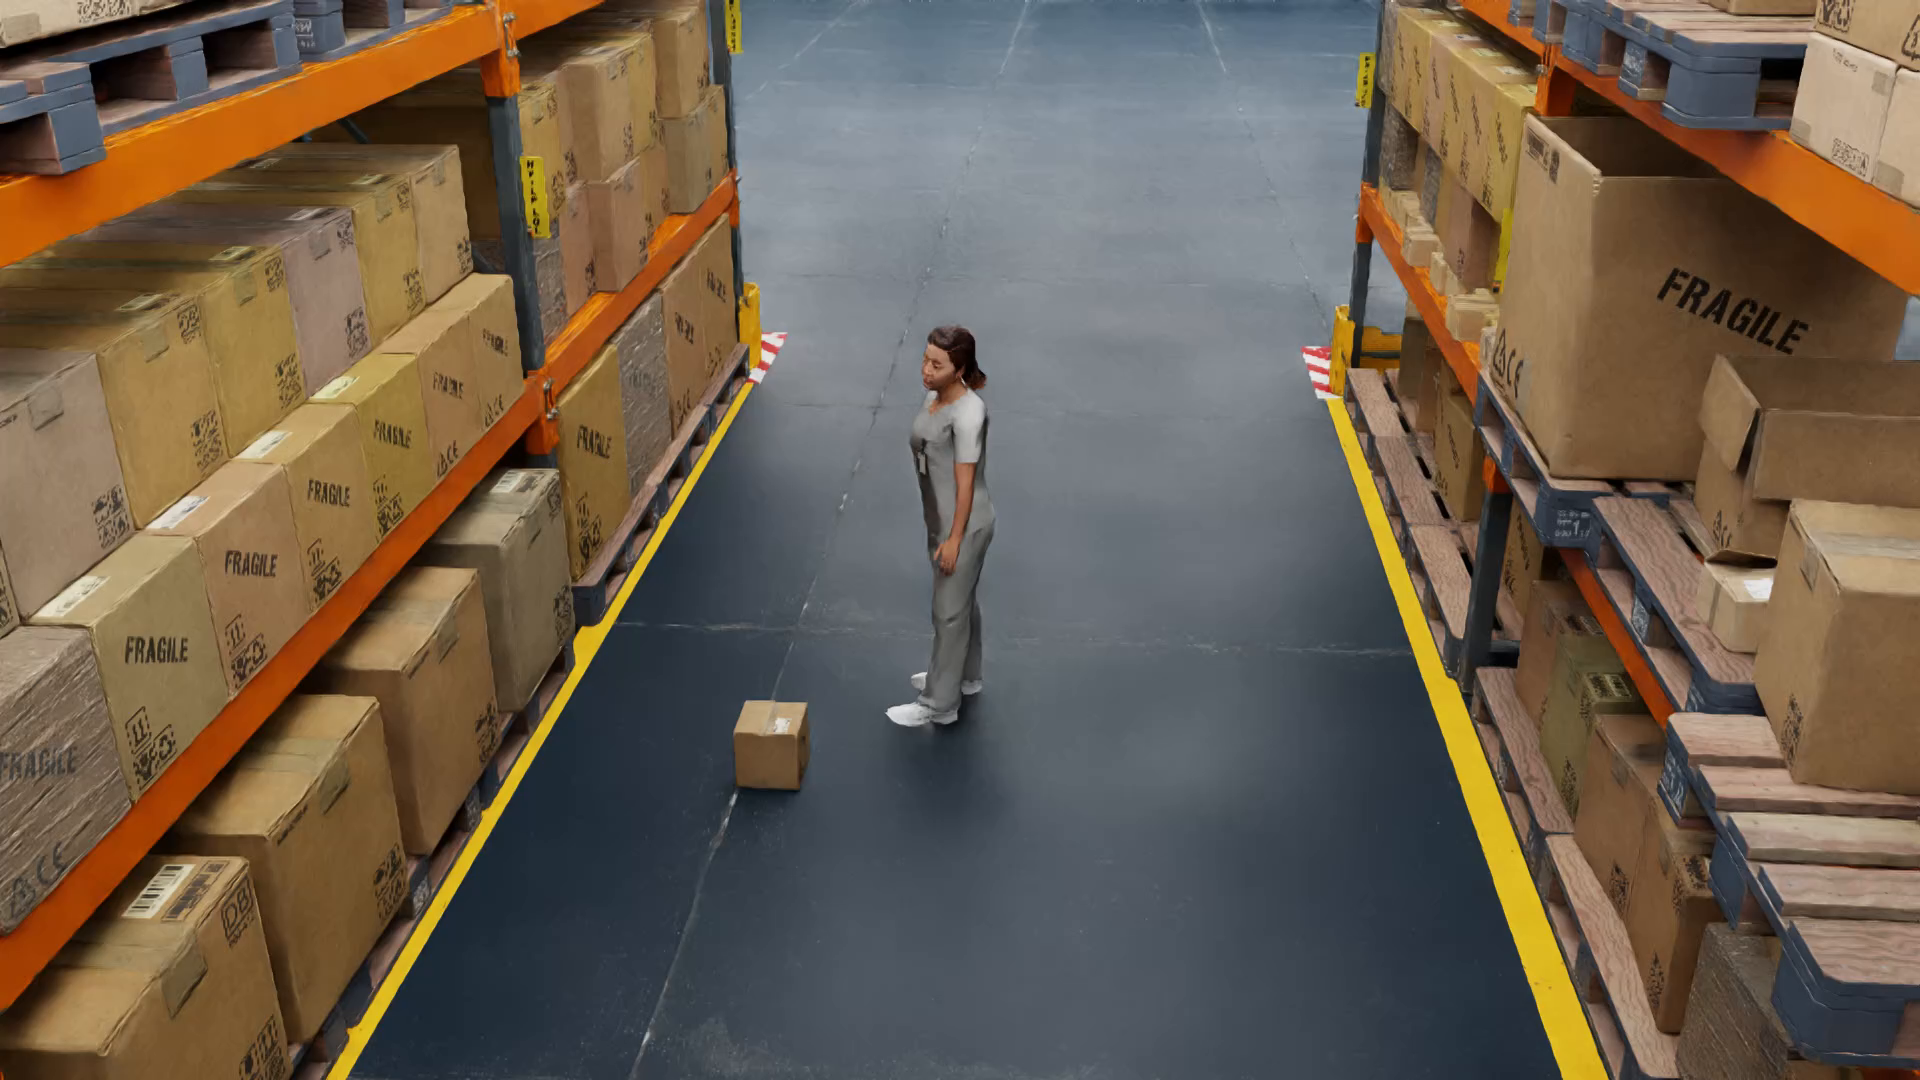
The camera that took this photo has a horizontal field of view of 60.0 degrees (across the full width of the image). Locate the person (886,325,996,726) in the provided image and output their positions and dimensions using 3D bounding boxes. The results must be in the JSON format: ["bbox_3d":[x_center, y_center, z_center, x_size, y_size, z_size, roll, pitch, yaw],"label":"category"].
[{"bbox_3d":[-0.109,-0.055,6.674,0.493,1.678,0.507,-9,26,-19],"label":"person"}]
